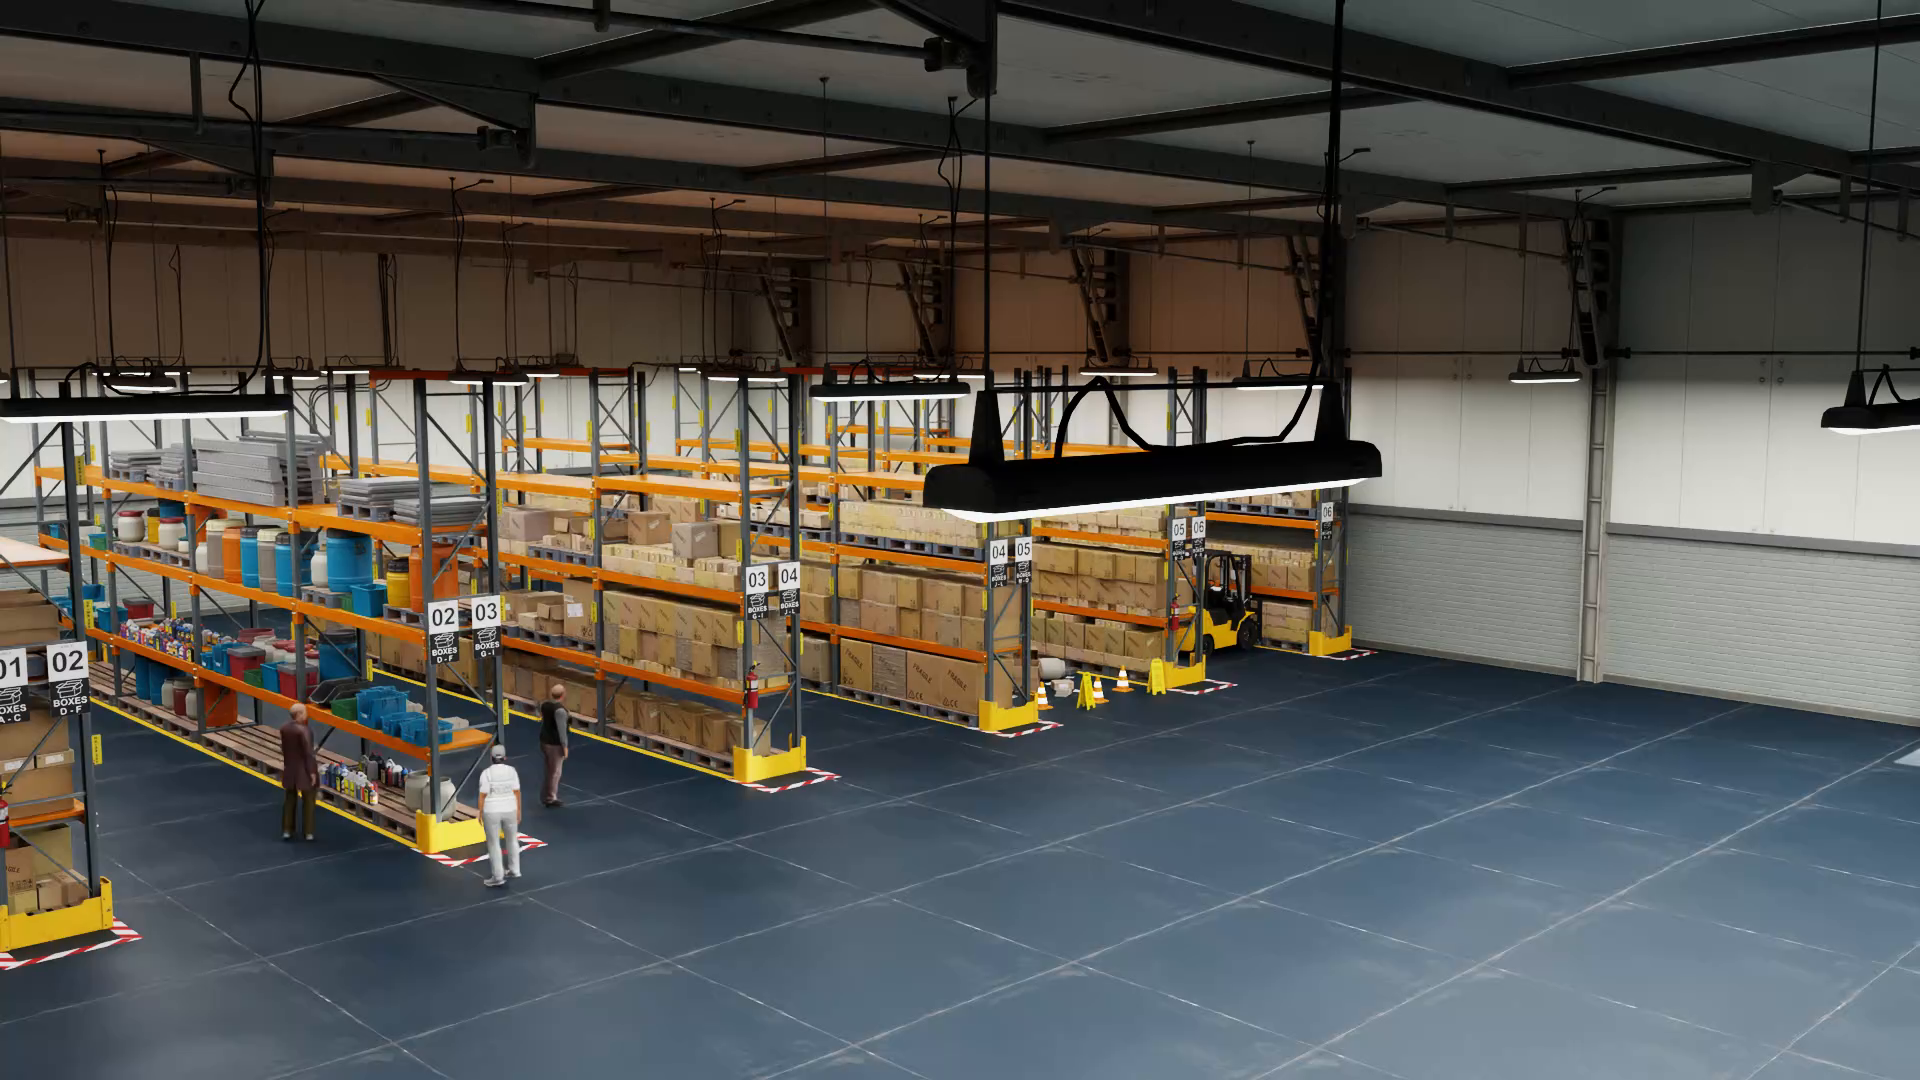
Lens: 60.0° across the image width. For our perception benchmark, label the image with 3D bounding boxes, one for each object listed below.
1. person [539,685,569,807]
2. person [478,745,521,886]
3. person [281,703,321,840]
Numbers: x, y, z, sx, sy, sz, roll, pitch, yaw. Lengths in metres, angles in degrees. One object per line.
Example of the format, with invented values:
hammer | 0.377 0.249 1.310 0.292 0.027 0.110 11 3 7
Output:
person | -5.649 2.870 23.184 0.395 1.711 0.563 -4 8 -31
person | -5.514 3.268 19.866 0.503 1.680 0.496 -4 8 -31
person | -8.597 2.999 21.653 0.610 1.794 0.407 2 7 16
